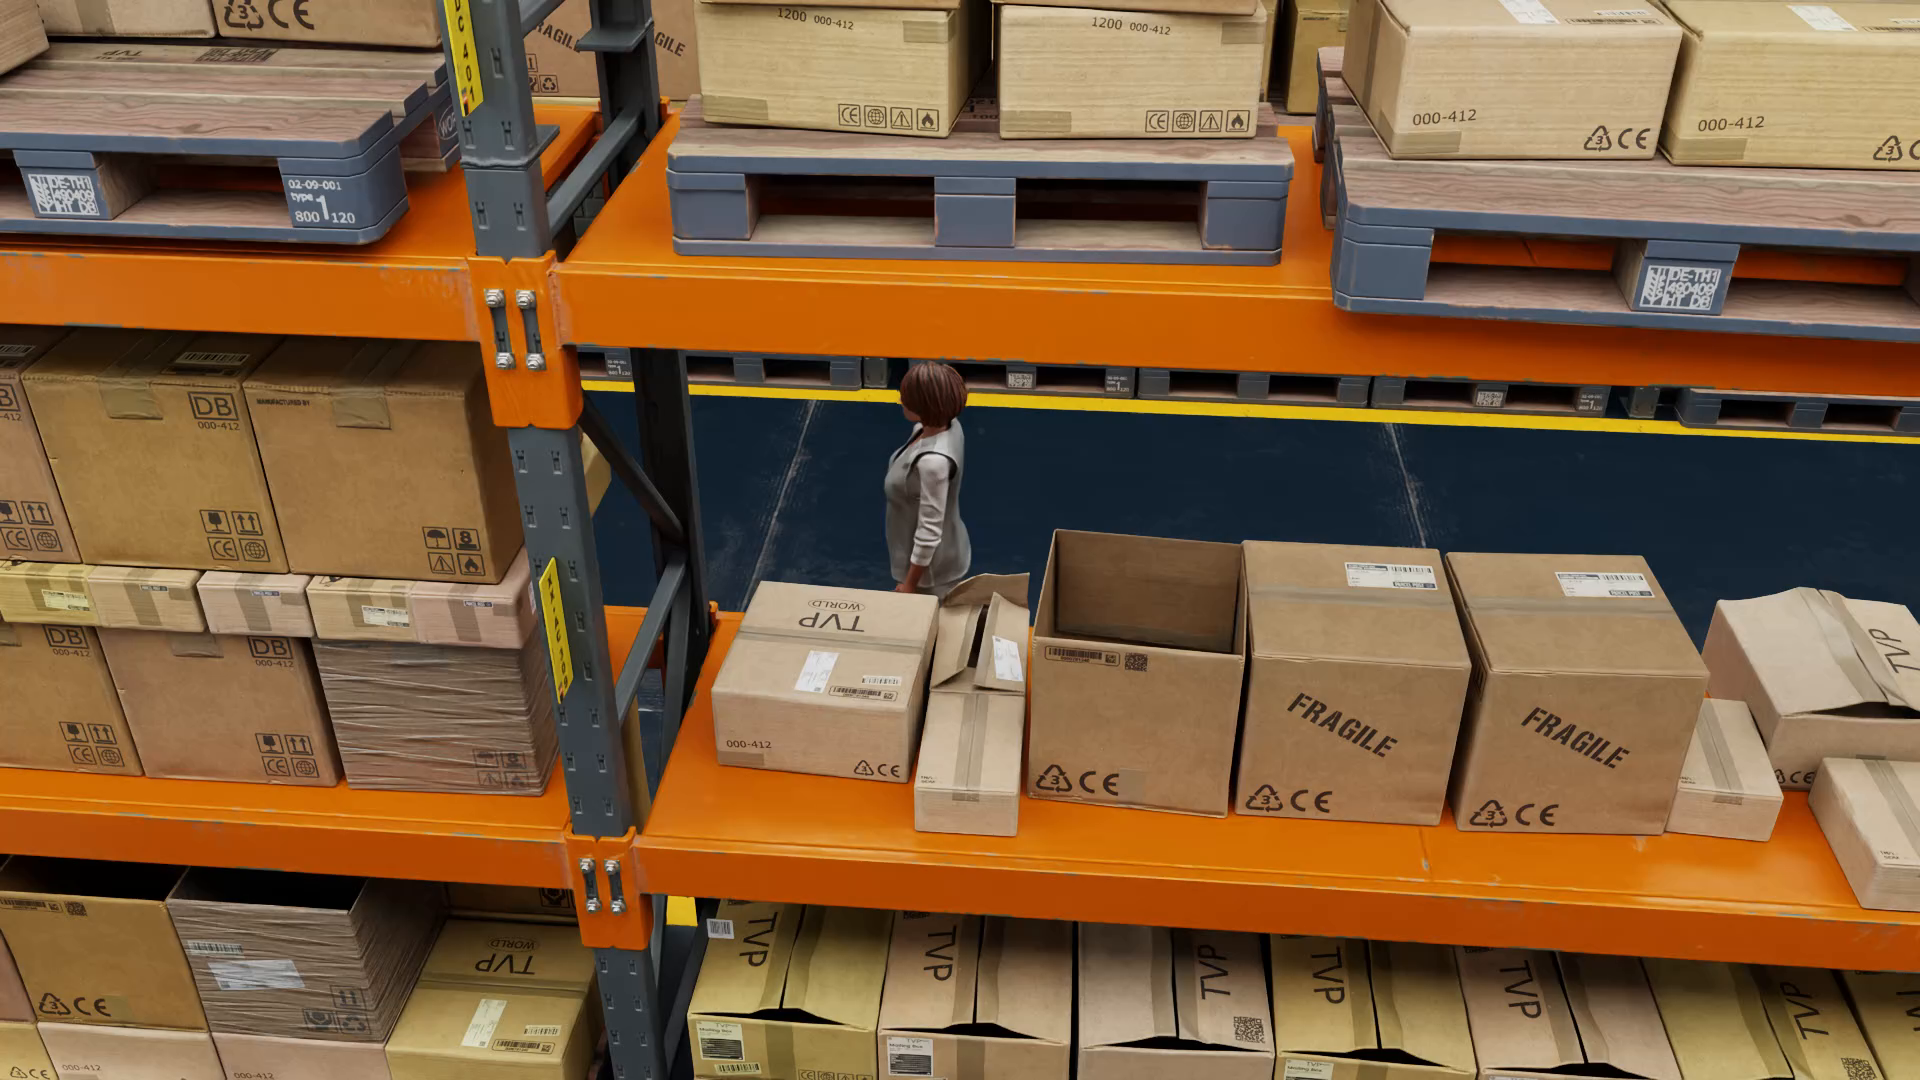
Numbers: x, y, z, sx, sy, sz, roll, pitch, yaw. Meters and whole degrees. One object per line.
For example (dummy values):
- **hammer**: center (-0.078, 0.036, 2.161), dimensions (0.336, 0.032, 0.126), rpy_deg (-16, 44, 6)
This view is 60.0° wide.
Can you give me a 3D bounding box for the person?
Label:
- **person**: center (-0.101, 0.104, 5.972), dimensions (0.312, 1.622, 0.433), rpy_deg (2, 32, 4)
